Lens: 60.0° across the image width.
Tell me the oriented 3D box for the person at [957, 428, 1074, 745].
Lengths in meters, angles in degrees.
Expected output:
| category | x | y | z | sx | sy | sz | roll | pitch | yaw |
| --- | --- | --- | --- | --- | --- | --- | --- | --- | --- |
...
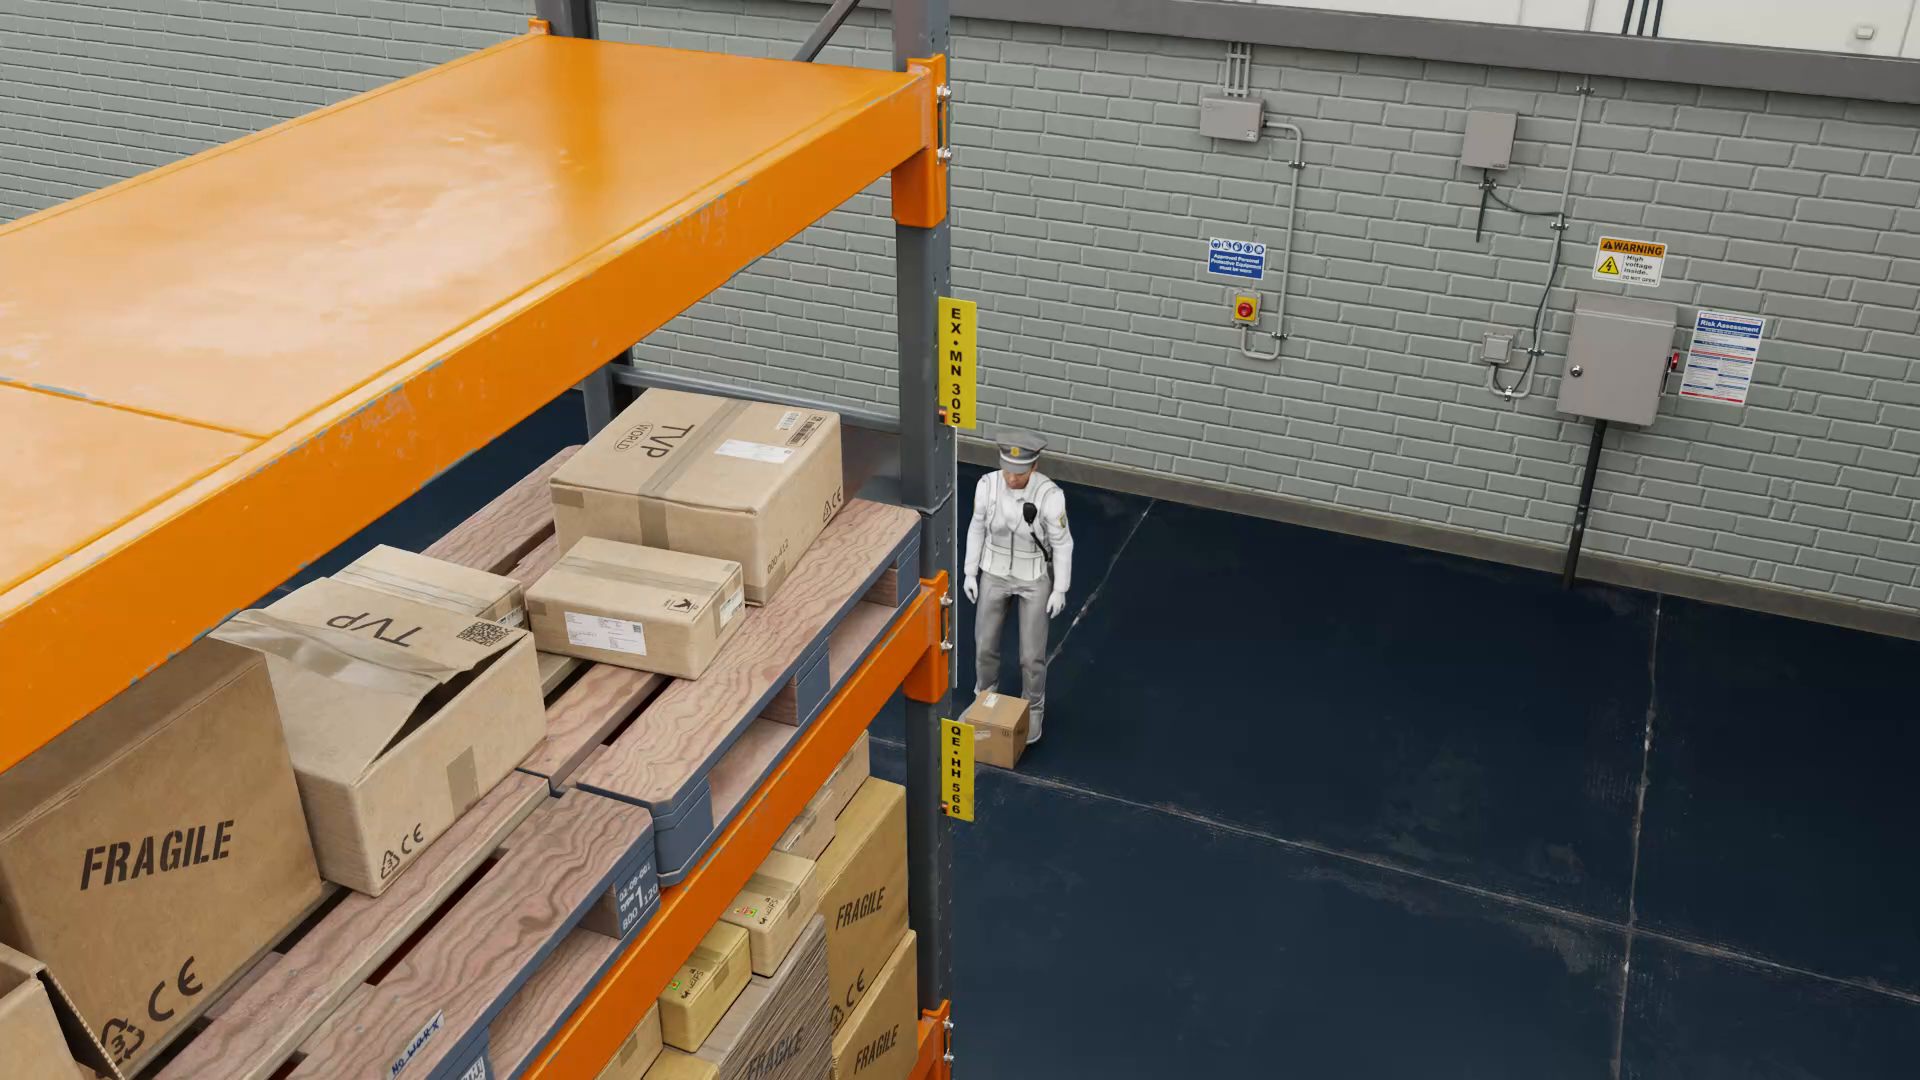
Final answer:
| category | x | y | z | sx | sy | sz | roll | pitch | yaw |
| --- | --- | --- | --- | --- | --- | --- | --- | --- | --- |
| person | 0.270 | 0.208 | 8.026 | 0.532 | 1.661 | 0.375 | 10 | 31 | 17 |
